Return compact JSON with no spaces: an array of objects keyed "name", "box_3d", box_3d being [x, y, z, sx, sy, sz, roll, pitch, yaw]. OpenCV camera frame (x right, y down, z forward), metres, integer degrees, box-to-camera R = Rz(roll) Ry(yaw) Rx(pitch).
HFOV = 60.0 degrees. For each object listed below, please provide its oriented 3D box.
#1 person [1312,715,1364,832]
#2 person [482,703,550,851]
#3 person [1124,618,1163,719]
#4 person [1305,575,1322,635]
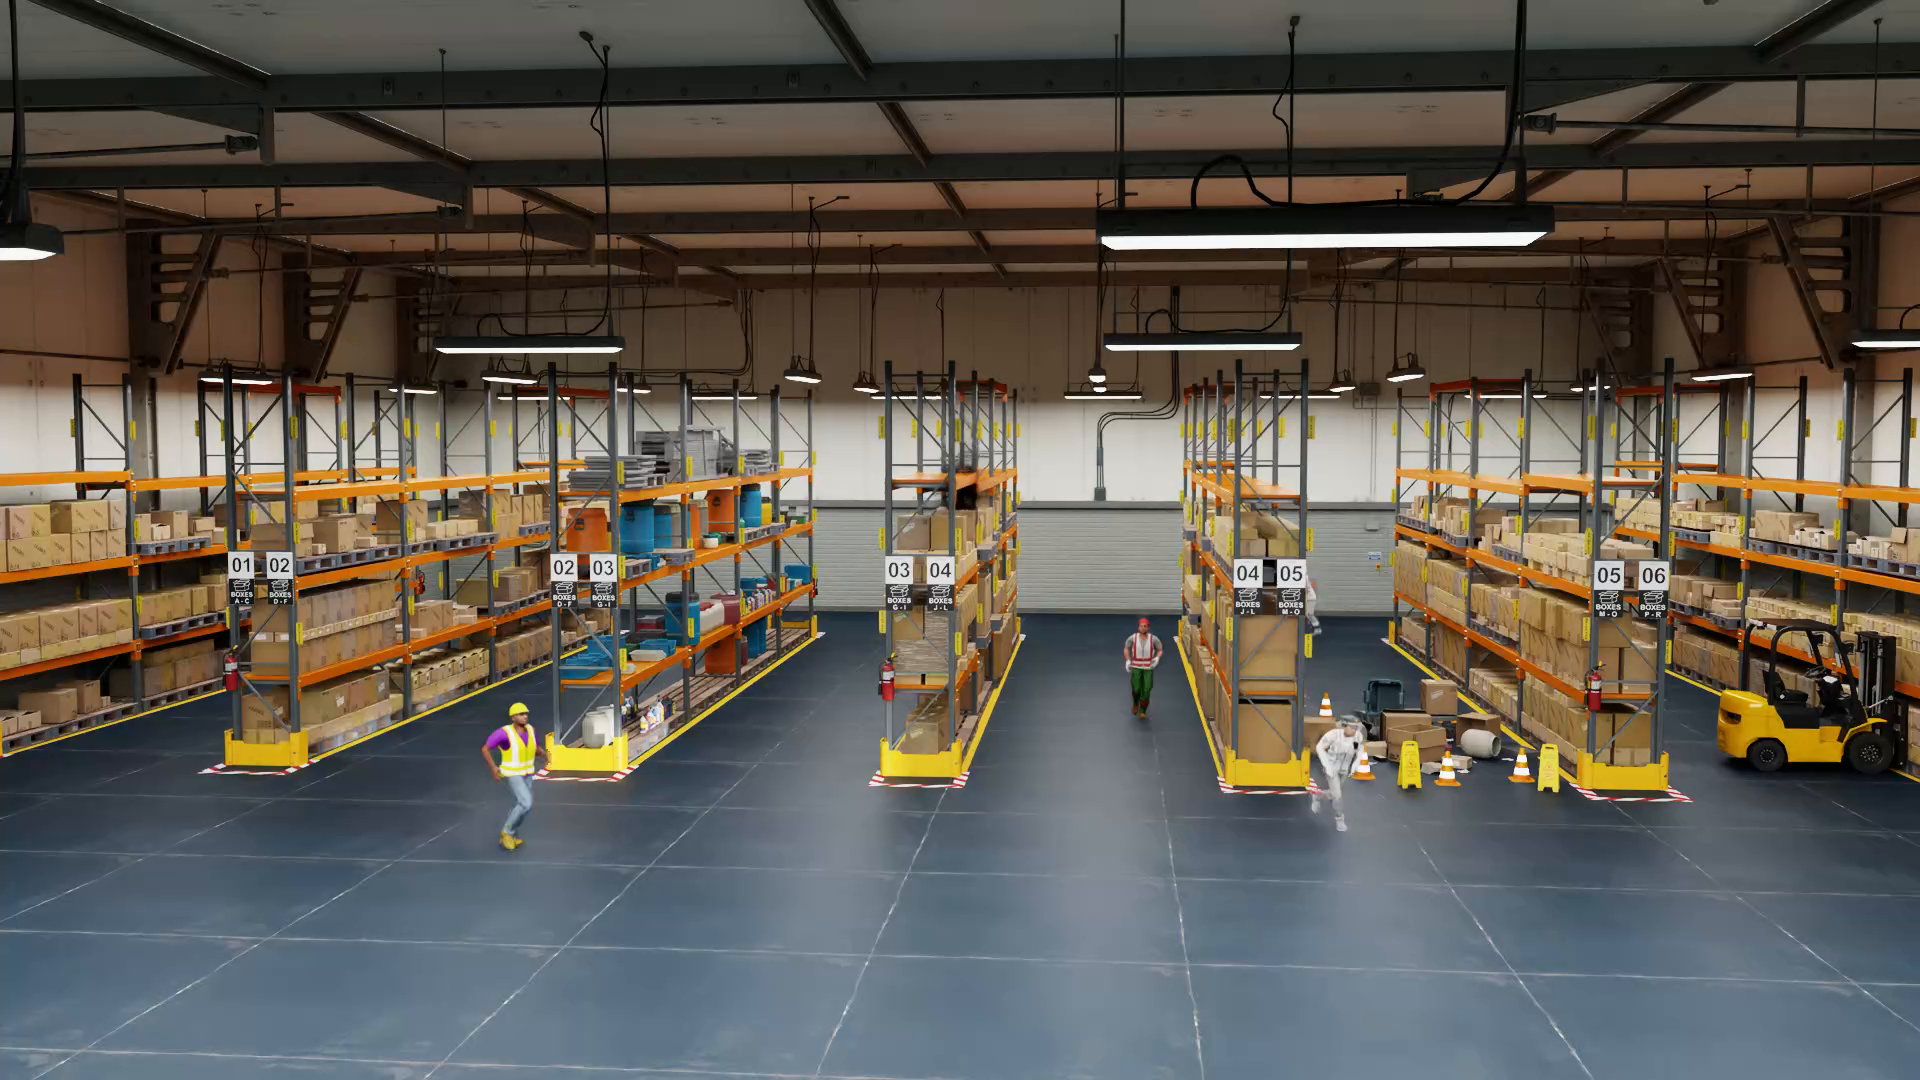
[{"name":"person","box_3d":[4.755,2.894,21.001,0.628,1.490,0.965,-1,4,-14]},{"name":"person","box_3d":[-5.253,2.818,19.889,0.672,1.753,0.697,2,4,29]},{"name":"person","box_3d":[3.175,2.222,28.720,0.668,1.749,0.583,0,4,5]},{"name":"person","box_3d":[8.430,1.471,40.578,0.821,1.703,0.647,0,4,2]}]
